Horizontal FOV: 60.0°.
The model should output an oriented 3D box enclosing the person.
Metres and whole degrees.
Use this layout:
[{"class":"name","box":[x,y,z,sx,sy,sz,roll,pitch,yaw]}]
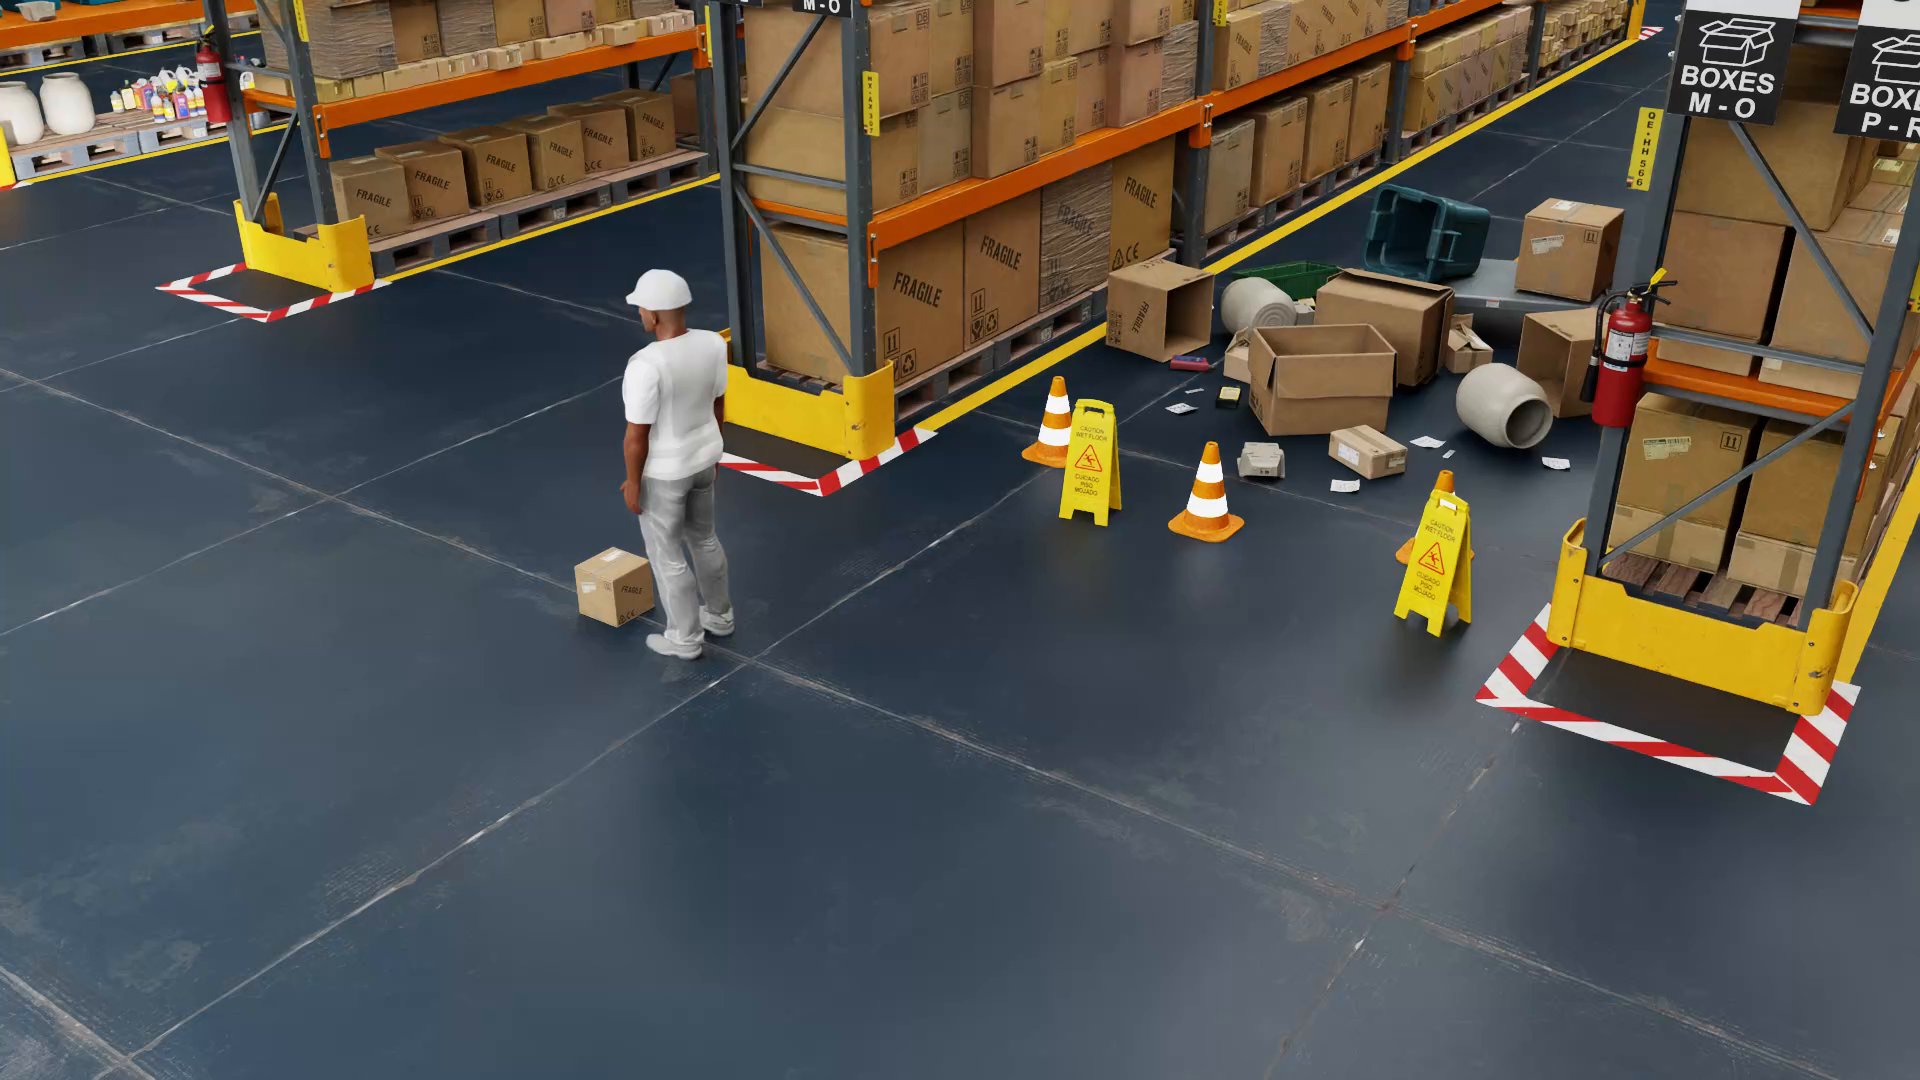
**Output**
[{"class":"person","box":[-1.241,-0.322,7.246,0.366,1.775,0.564,18,32,32]}]
